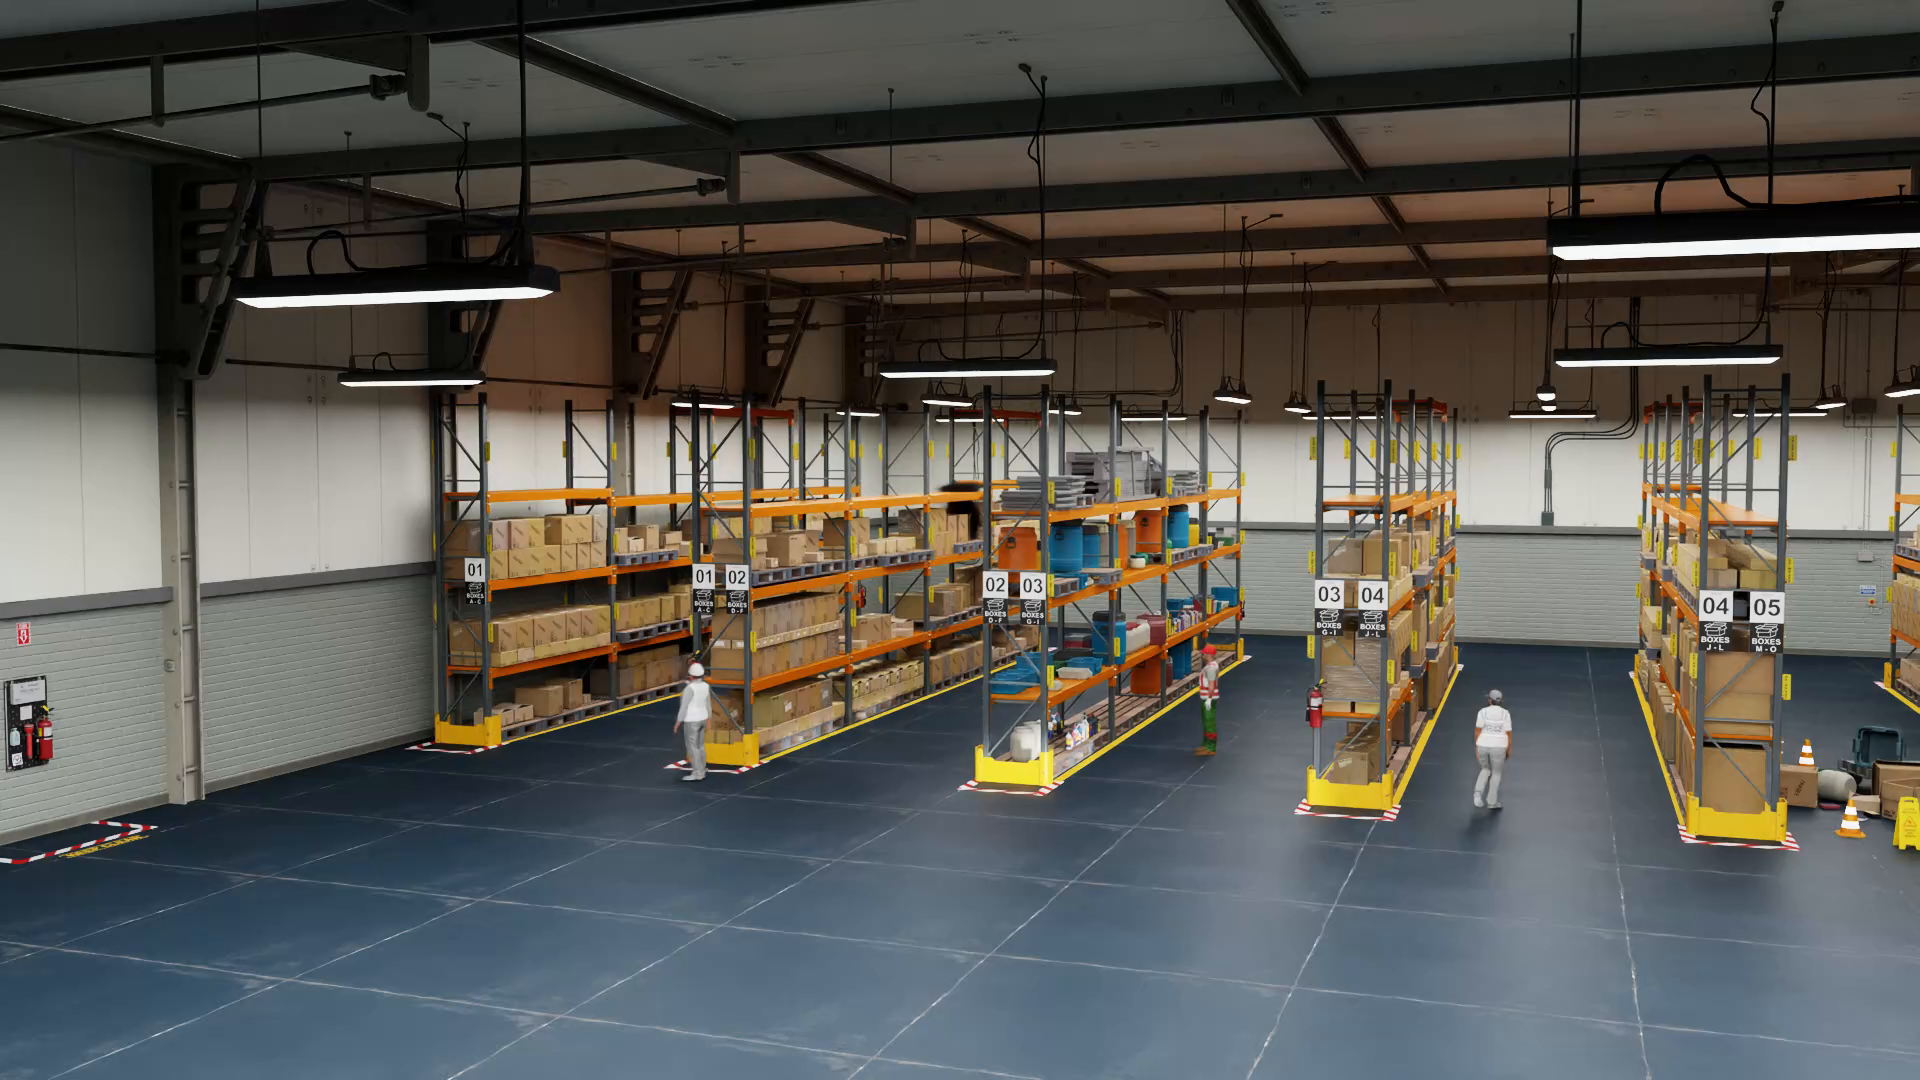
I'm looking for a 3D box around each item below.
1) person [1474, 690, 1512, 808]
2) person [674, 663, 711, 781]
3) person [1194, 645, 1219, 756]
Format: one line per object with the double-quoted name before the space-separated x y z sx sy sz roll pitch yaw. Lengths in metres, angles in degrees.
"person" 7.456 2.926 23.235 0.450 1.673 0.479 -3 4 -42
"person" -4.072 2.764 25.333 0.403 1.786 0.595 1 3 21
"person" 4.094 2.636 27.535 0.414 1.789 0.595 0 3 -3
